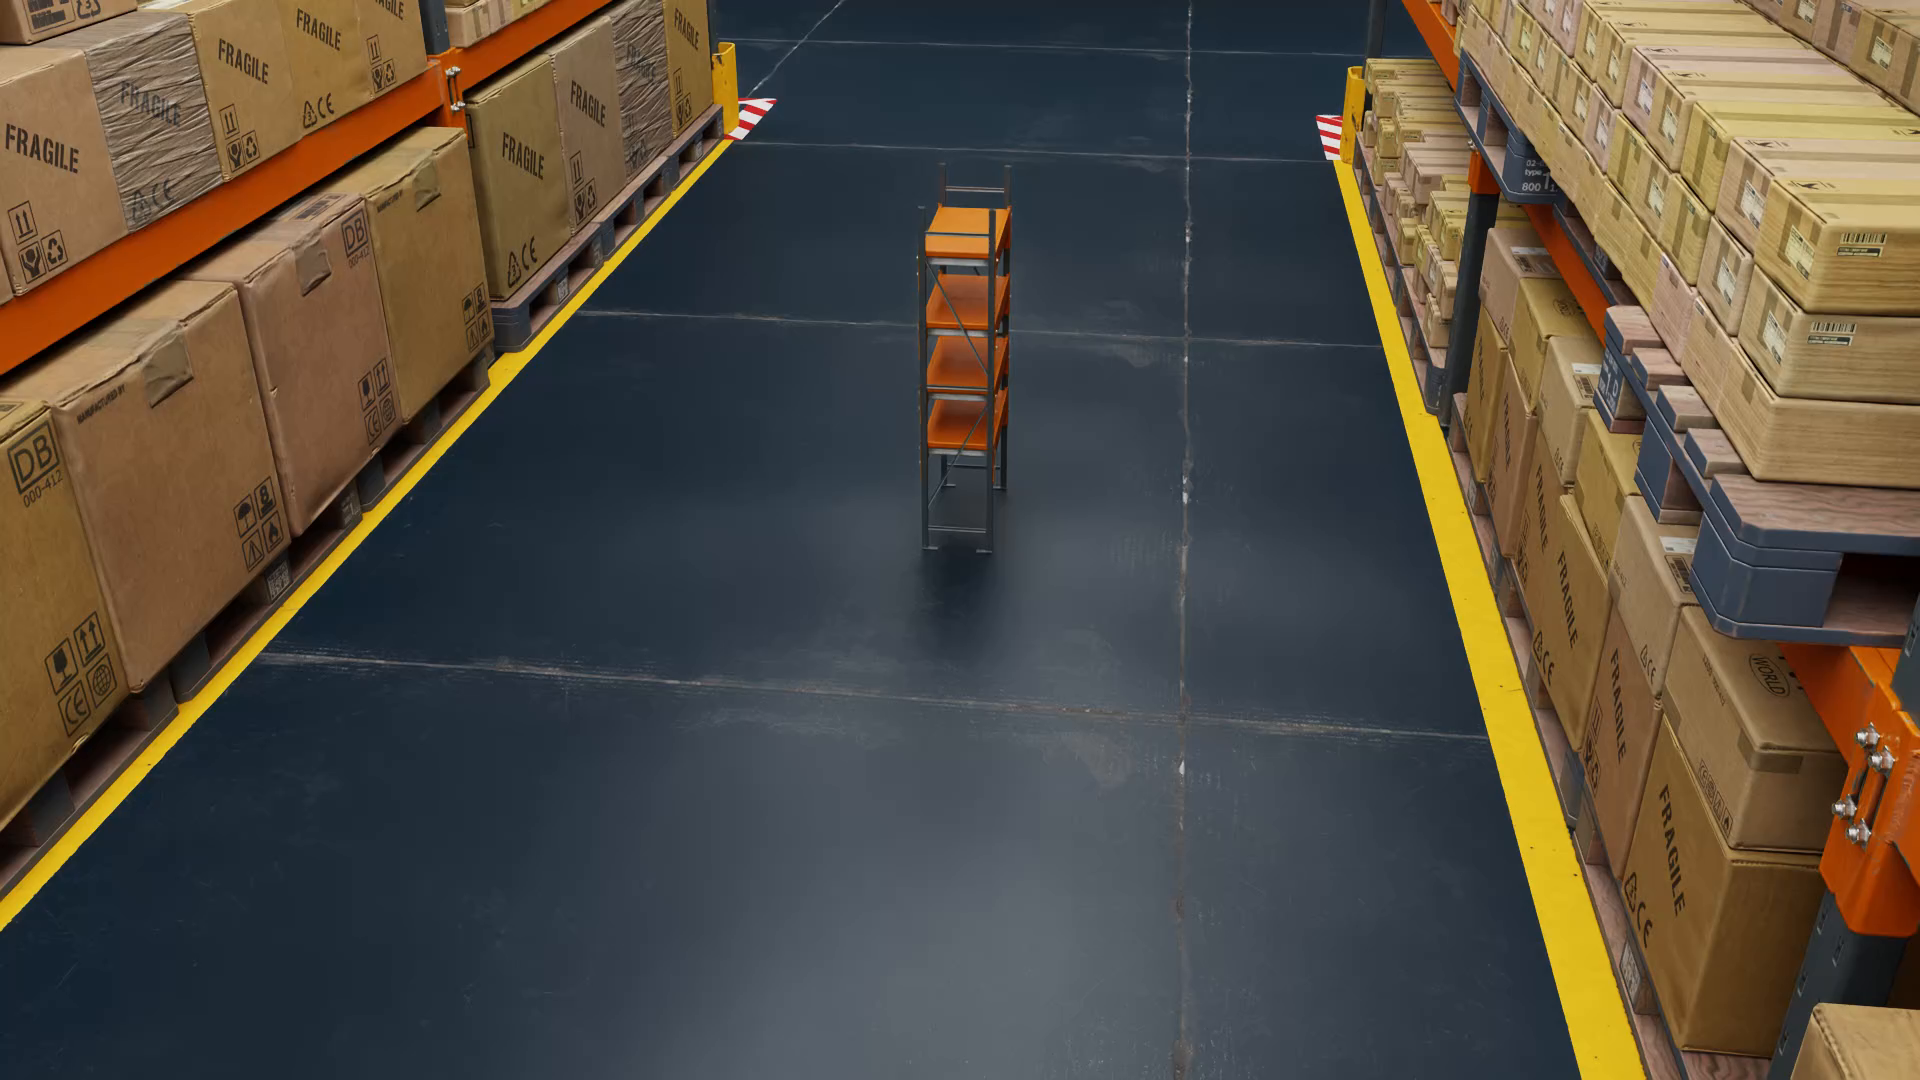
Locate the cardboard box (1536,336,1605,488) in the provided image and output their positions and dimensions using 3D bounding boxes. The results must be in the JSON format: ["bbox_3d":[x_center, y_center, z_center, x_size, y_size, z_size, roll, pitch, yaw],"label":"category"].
[{"bbox_3d":[1.918,-0.349,4.637,0.500,0.250,0.500,4,29,8],"label":"cardboard box"}]

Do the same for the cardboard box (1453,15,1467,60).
[{"bbox_3d":[2.126,-1.922,6.421,0.380,0.149,0.250,3,28,5],"label":"cardboard box"}]

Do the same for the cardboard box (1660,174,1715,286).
[{"bbox_3d":[1.579,-0.588,3.188,0.380,0.149,0.250,4,29,7],"label":"cardboard box"}]

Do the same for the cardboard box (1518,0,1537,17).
[{"bbox_3d":[1.800,-1.565,4.688,0.380,0.149,0.250,3,28,6],"label":"cardboard box"}]

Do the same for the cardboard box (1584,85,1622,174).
[{"bbox_3d":[1.675,-0.946,3.852,0.380,0.149,0.250,4,29,7],"label":"cardboard box"}]

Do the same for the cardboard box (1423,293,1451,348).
[{"bbox_3d":[2.110,-0.892,6.805,0.380,0.149,0.250,4,29,7],"label":"cardboard box"}]

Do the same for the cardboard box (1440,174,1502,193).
[{"bbox_3d":[2.310,-1.489,7.288,0.380,0.149,0.250,4,29,8],"label":"cardboard box"}]

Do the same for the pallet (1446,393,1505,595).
[{"bbox_3d":[2.306,-0.163,5.830,1.003,0.211,1.213,3,28,6],"label":"pallet"}]

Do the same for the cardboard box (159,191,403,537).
[{"bbox_3d":[-2.677,-0.620,5.535,1.225,0.875,0.875,2,28,4],"label":"cardboard box"}]

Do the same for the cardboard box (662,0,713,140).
[{"bbox_3d":[-2.019,-2.920,9.804,0.875,0.875,0.875,3,28,6],"label":"cardboard box"}]

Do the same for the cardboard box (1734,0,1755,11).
[{"bbox_3d":[2.483,-1.523,4.923,0.380,0.149,0.250,5,29,8],"label":"cardboard box"}]

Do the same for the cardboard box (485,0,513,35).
[{"bbox_3d":[-2.111,-2.226,6.984,0.380,0.149,0.250,2,28,5],"label":"cardboard box"}]

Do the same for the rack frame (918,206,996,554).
[{"bbox_3d":[-0.010,-0.491,5.397,0.240,1.200,0.015,3,28,6],"label":"rack frame"}]

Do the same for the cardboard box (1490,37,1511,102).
[{"bbox_3d":[1.833,-1.425,5.054,0.380,0.149,0.250,4,29,7],"label":"cardboard box"}]

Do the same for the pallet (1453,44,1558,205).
[{"bbox_3d":[2.162,-1.322,5.243,1.003,0.211,1.213,3,28,6],"label":"pallet"}]

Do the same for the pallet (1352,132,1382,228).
[{"bbox_3d":[2.746,-1.996,9.233,1.003,0.211,1.213,3,28,6],"label":"pallet"}]

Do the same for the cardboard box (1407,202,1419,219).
[{"bbox_3d":[2.336,-1.498,7.930,0.380,0.149,0.250,4,29,7],"label":"cardboard box"}]

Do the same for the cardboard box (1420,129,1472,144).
[{"bbox_3d":[2.412,-1.861,7.977,0.380,0.149,0.250,3,29,6],"label":"cardboard box"}]

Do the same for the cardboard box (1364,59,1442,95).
[{"bbox_3d":[2.489,-2.605,9.359,0.380,0.149,0.250,2,28,4],"label":"cardboard box"}]

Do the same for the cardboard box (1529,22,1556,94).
[{"bbox_3d":[1.772,-1.311,4.529,0.380,0.149,0.250,4,29,8],"label":"cardboard box"}]

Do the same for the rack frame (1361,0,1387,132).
[{"bbox_3d":[2.890,-3.640,9.344,1.000,3.000,0.127,3,28,6],"label":"rack frame"}]

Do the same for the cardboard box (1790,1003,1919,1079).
[{"bbox_3d":[1.746,1.212,2.266,1.050,0.750,0.750,3,28,6],"label":"cardboard box"}]

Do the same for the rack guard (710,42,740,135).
[{"bbox_3d":[-2.017,-2.887,10.581,1.175,0.500,0.348,3,28,6],"label":"rack guard"}]

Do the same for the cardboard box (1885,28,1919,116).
[{"bbox_3d":[2.319,-1.036,3.705,0.380,0.149,0.250,4,29,8],"label":"cardboard box"}]

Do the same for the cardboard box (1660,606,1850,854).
[{"bbox_3d":[1.734,0.374,3.296,0.500,0.250,0.500,3,28,5],"label":"cardboard box"}]

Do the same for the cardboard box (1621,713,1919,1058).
[{"bbox_3d":[1.731,0.716,3.451,0.500,0.500,0.500,3,28,6],"label":"cardboard box"}]

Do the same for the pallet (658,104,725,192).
[{"bbox_3d":[-2.040,-2.367,9.922,1.003,0.211,1.213,3,28,6],"label":"pallet"}]

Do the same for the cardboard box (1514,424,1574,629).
[{"bbox_3d":[1.933,-0.013,4.804,0.500,0.500,0.500,4,29,7],"label":"cardboard box"}]

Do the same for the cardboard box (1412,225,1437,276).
[{"bbox_3d":[2.160,-1.240,7.139,0.380,0.149,0.250,2,28,4],"label":"cardboard box"}]

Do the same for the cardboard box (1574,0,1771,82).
[{"bbox_3d":[1.709,-1.199,4.008,0.380,0.149,0.250,4,29,8],"label":"cardboard box"}]

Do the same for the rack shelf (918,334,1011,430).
[{"bbox_3d":[0.020,-0.547,5.642,0.258,0.148,0.480,3,28,6],"label":"rack shelf"}]

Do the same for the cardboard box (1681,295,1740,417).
[{"bbox_3d":[1.547,-0.324,3.012,0.380,0.149,0.250,3,28,6],"label":"cardboard box"}]

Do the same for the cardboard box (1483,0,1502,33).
[{"bbox_3d":[1.866,-1.682,5.218,0.380,0.149,0.250,3,28,5],"label":"cardboard box"}]

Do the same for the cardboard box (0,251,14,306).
[{"bbox_3d":[-2.610,-0.710,3.800,0.500,0.500,0.500,3,28,5],"label":"cardboard box"}]

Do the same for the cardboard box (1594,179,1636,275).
[{"bbox_3d":[1.643,-0.689,3.689,0.380,0.149,0.250,2,28,4],"label":"cardboard box"}]

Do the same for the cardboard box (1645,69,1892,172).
[{"bbox_3d":[1.609,-0.835,3.333,0.380,0.149,0.250,4,29,8],"label":"cardboard box"}]

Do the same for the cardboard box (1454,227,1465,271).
[{"bbox_3d":[2.186,-1.132,6.624,0.380,0.149,0.250,4,29,8],"label":"cardboard box"}]

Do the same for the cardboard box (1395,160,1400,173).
[{"bbox_3d":[2.457,-1.857,8.598,0.380,0.149,0.250,3,29,6],"label":"cardboard box"}]

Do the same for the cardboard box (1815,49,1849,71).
[{"bbox_3d":[2.390,-1.143,4.218,0.380,0.149,0.250,3,29,6],"label":"cardboard box"}]

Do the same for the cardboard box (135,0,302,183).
[{"bbox_3d":[-2.421,-1.422,5.122,0.500,0.500,0.500,3,28,6],"label":"cardboard box"}]

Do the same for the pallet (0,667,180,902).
[{"bbox_3d":[-2.829,0.651,4.320,1.003,0.211,1.213,3,28,6],"label":"pallet"}]

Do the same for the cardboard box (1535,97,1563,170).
[{"bbox_3d":[1.741,-1.058,4.373,0.380,0.149,0.250,3,28,5],"label":"cardboard box"}]

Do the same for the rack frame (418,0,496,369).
[{"bbox_3d":[-2.510,-2.093,6.473,1.000,3.000,0.127,3,28,6],"label":"rack frame"}]

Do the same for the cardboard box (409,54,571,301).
[{"bbox_3d":[-2.350,-1.649,7.445,0.875,0.875,0.875,3,28,6],"label":"cardboard box"}]

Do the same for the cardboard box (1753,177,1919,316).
[{"bbox_3d":[1.515,-0.468,2.651,0.380,0.149,0.250,2,28,4],"label":"cardboard box"}]

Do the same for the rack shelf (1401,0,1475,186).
[{"bbox_3d":[2.645,-2.382,7.767,1.077,0.370,4.000,3,28,6],"label":"rack shelf"}]

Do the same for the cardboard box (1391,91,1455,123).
[{"bbox_3d":[2.468,-2.236,8.673,0.380,0.149,0.250,2,28,4],"label":"cardboard box"}]

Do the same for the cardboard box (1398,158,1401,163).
[{"bbox_3d":[2.462,-1.978,8.509,0.380,0.149,0.250,2,28,4],"label":"cardboard box"}]

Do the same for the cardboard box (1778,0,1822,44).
[{"bbox_3d":[2.414,-1.406,4.392,0.380,0.149,0.250,2,28,5],"label":"cardboard box"}]

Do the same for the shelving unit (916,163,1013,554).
[{"bbox_3d":[0.020,-0.606,5.610,0.258,1.200,0.503,3,28,6],"label":"shelving unit"}]
